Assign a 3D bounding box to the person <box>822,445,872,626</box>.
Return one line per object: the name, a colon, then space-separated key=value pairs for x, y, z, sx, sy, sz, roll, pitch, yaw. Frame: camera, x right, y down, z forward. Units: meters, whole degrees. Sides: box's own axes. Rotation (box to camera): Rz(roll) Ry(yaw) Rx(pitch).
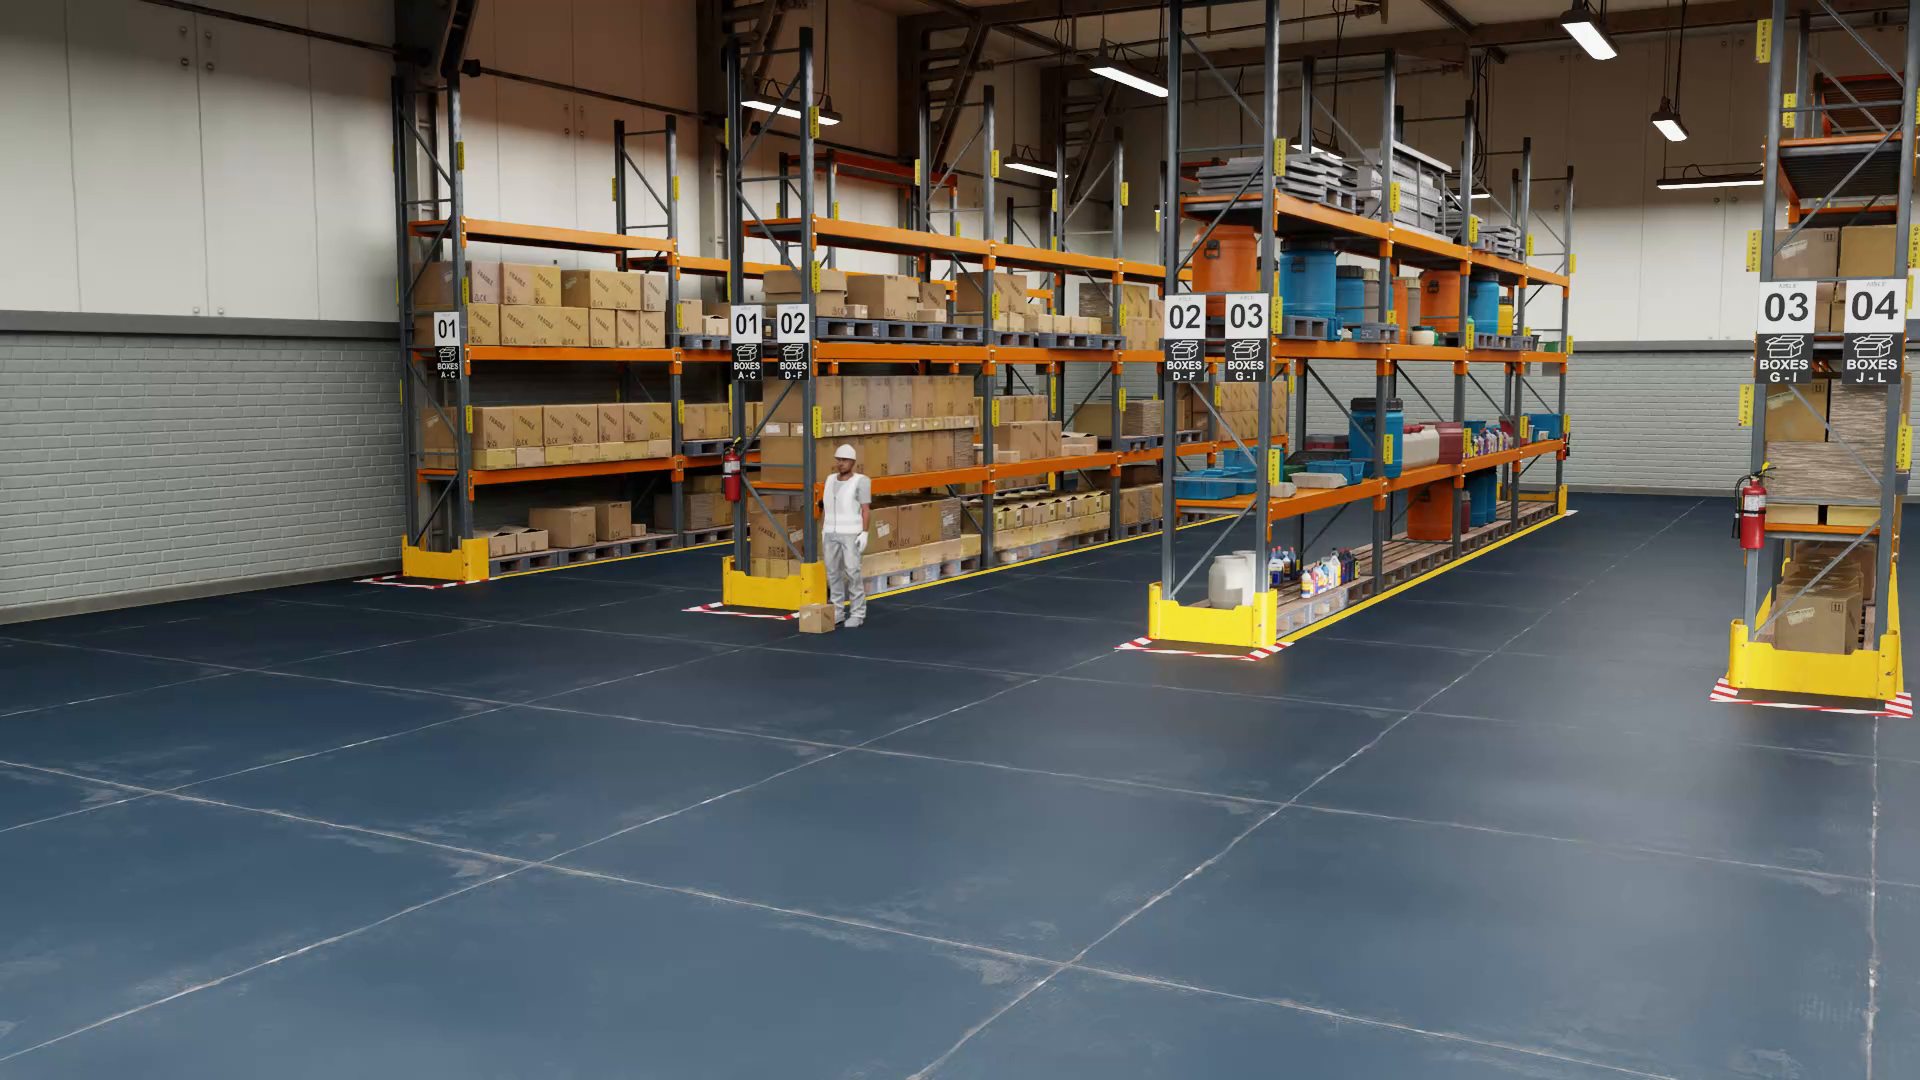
person: x=-1.139 y=-0.048 z=16.445 sx=0.546 sy=1.781 sz=0.366 roll=3 pitch=7 yaw=30
